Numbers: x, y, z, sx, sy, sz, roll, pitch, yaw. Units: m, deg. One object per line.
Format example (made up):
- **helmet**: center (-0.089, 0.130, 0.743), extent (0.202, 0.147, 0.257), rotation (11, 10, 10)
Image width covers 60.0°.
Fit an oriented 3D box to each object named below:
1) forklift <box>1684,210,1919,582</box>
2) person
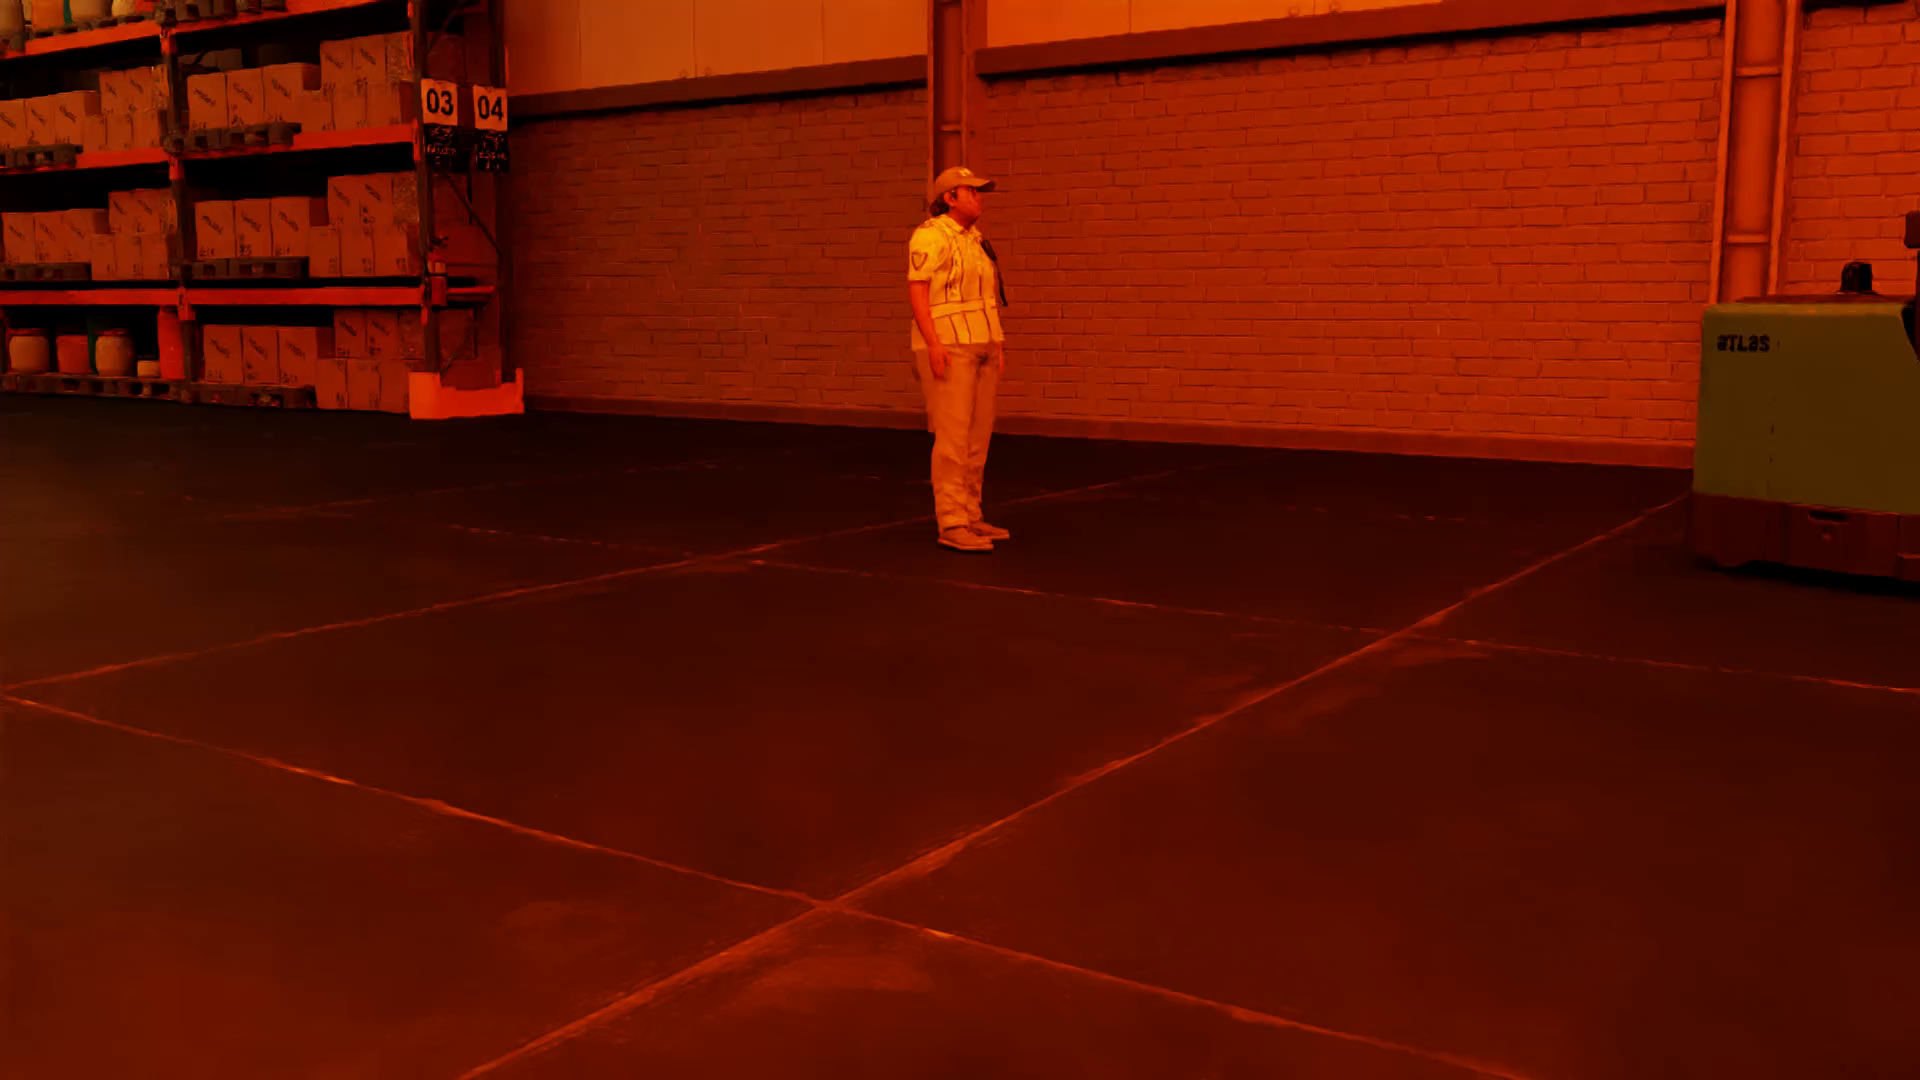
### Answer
- **forklift**: center (4.238, -1.211, 5.708), extent (1.130, 2.935, 3.031), rotation (-6, 10, -36)
- **person**: center (0.051, -0.823, 7.424), extent (0.529, 1.669, 0.598), rotation (5, 10, 34)
